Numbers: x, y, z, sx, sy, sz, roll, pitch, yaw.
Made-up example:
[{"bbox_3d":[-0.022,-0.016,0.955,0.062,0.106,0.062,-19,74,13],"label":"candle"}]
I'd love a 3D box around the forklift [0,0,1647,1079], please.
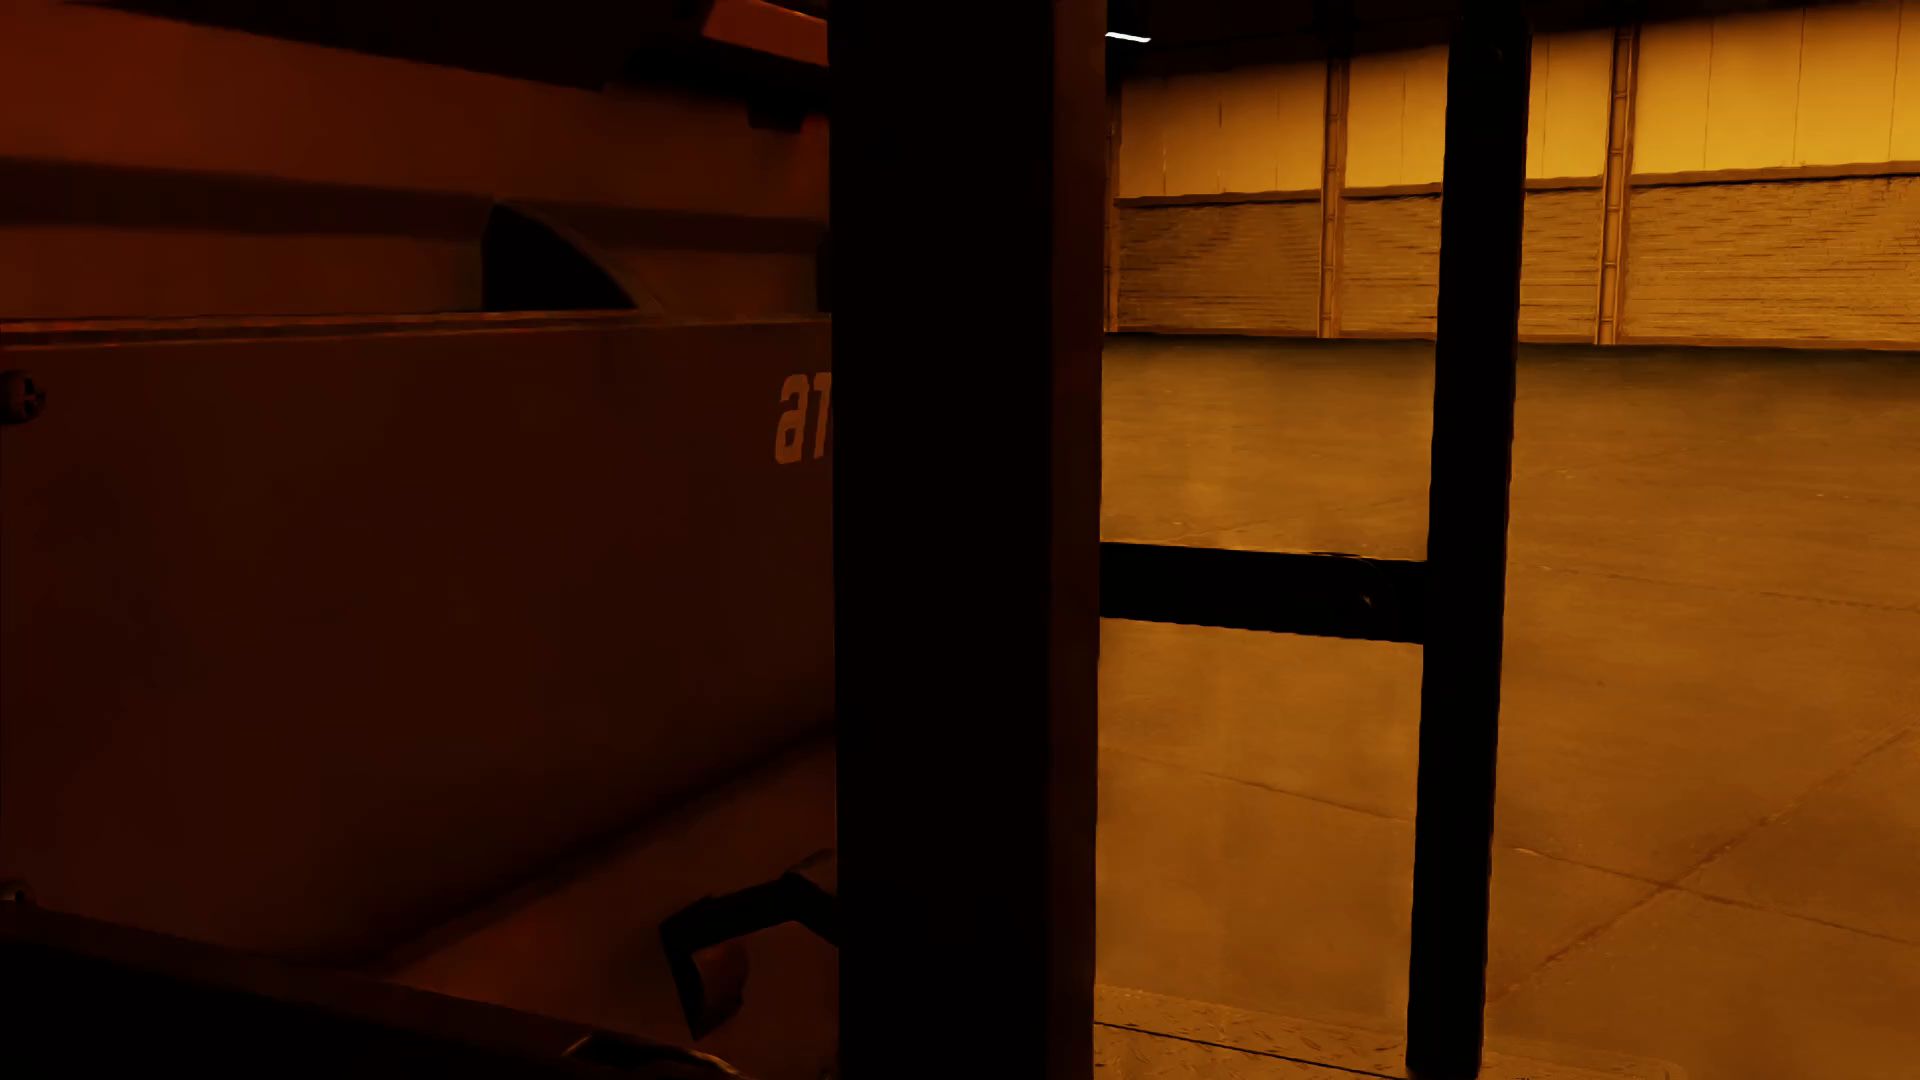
[{"bbox_3d":[-0.040,-0.603,0.880,3.031,2.935,1.130,4,9,24],"label":"forklift"}]
